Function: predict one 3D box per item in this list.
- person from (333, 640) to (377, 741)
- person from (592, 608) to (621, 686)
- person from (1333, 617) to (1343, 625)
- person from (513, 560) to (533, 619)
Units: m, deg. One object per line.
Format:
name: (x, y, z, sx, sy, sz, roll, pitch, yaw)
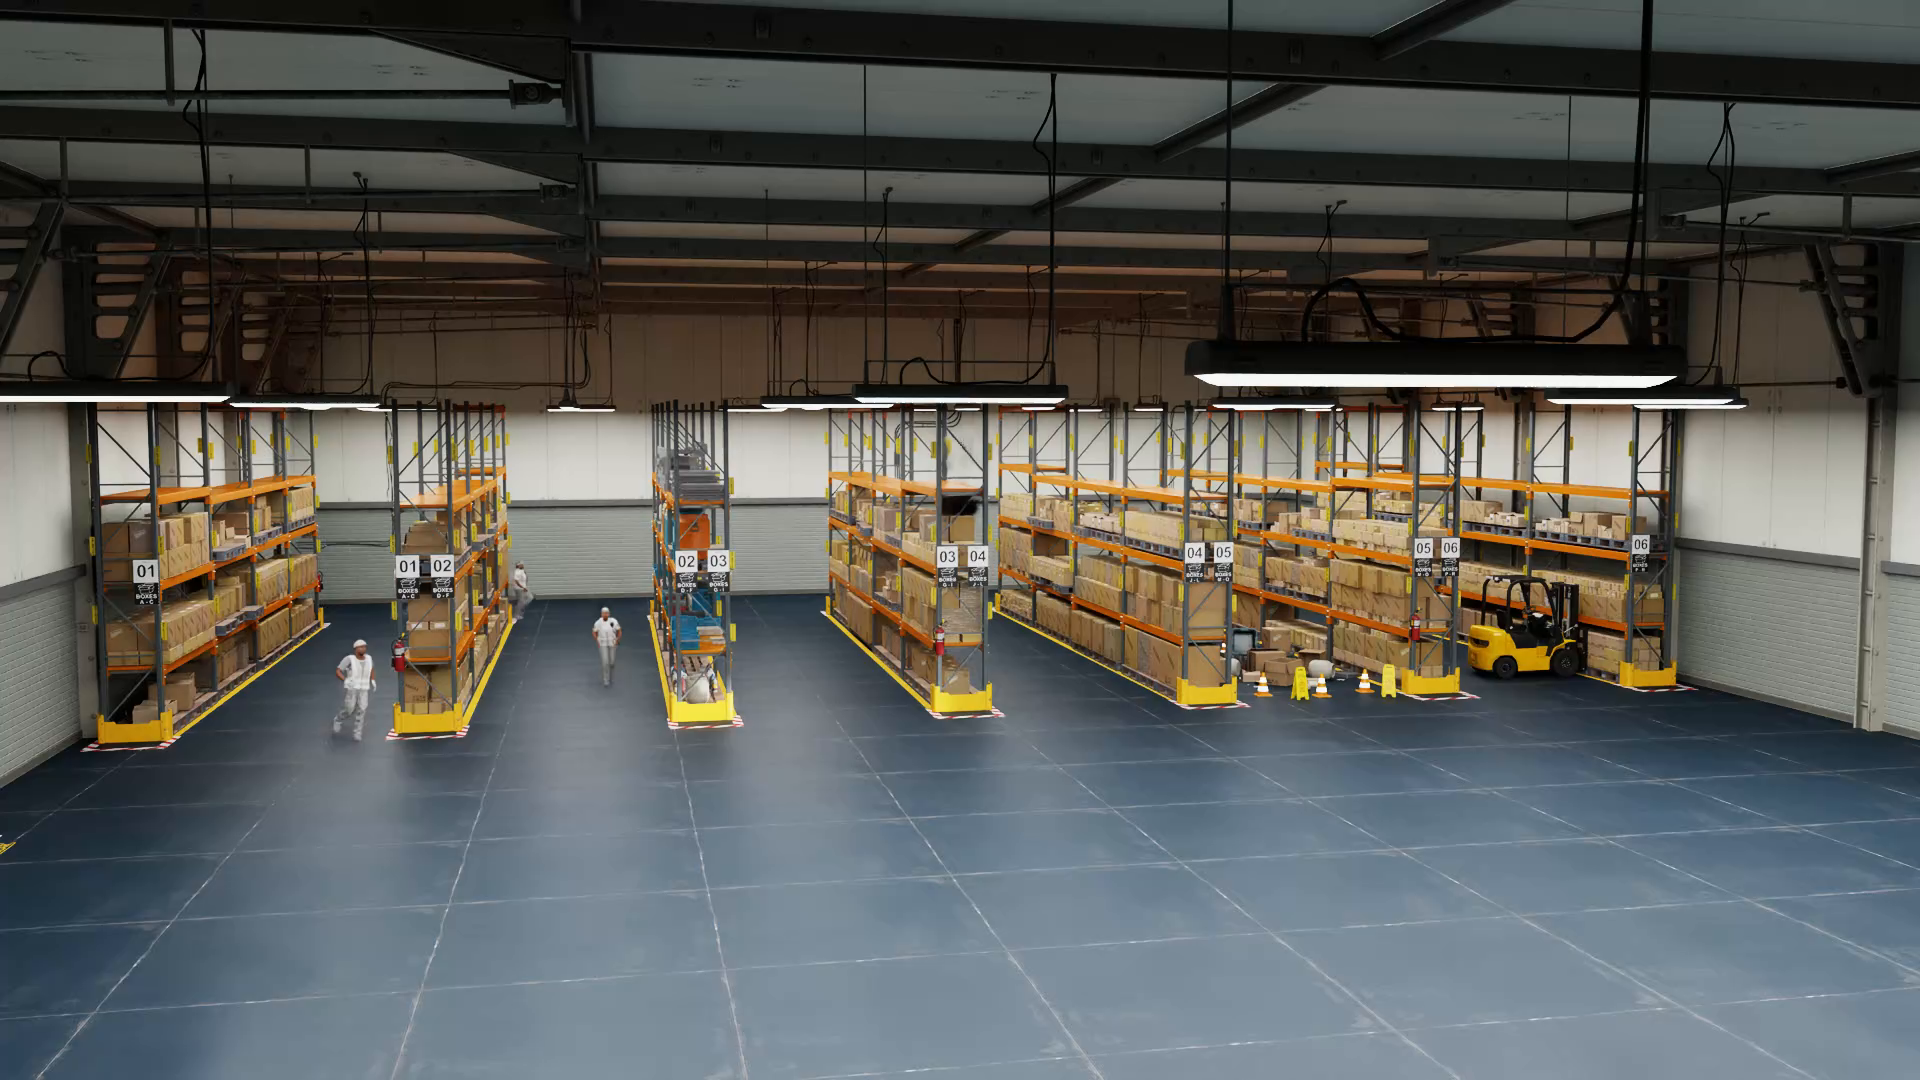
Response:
person: (-10.648, 2.636, 29.443, 0.878, 1.734, 0.742, 4, 6, 45)
person: (-7.521, 2.250, 35.440, 0.606, 1.665, 0.661, -1, 4, -14)
person: (9.769, 1.698, 42.895, 0.549, 1.611, 0.713, -1, 4, -12)
person: (-12.308, 1.374, 46.752, 0.547, 1.662, 0.598, 0, 4, 0)
